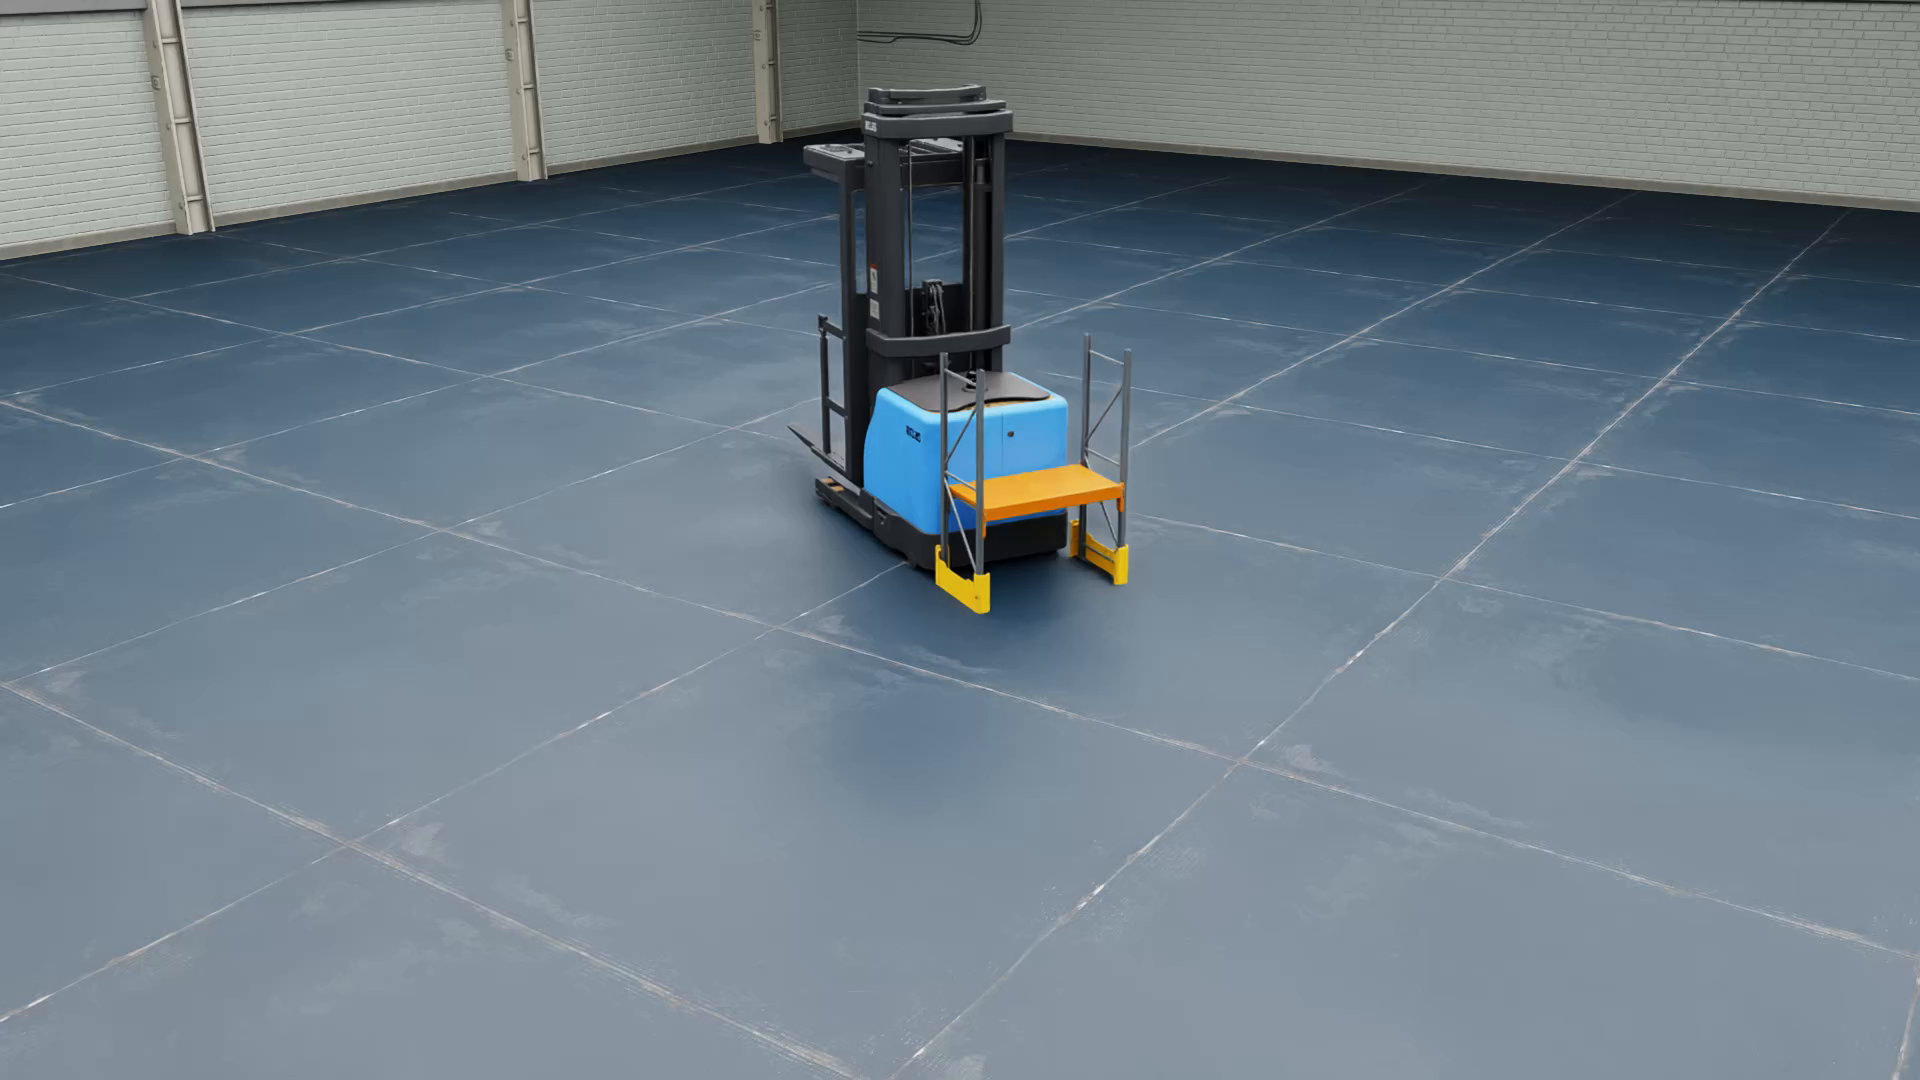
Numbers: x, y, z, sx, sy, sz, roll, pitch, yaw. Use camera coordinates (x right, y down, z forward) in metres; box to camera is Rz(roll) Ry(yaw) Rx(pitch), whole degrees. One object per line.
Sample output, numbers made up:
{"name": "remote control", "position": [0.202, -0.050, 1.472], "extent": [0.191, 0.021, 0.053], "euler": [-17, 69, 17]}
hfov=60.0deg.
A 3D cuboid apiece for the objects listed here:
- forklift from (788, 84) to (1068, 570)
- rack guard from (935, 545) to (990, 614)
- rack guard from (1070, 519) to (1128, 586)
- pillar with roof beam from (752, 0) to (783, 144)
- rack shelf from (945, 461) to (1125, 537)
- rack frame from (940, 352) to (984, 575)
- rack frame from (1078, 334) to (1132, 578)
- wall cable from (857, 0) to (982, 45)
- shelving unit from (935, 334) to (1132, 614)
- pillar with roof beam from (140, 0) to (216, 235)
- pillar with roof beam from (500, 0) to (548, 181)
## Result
{"name": "forklift", "position": [-0.392, -1.655, 11.513], "extent": [1.130, 2.935, 3.031], "euler": [-10, 22, -24]}
{"name": "rack guard", "position": [0.011, 0.238, 10.261], "extent": [0.087, 0.250, 0.587], "euler": [-10, 23, -26]}
{"name": "rack guard", "position": [0.890, 0.076, 10.699], "extent": [0.087, 0.250, 0.587], "euler": [-10, 23, -26]}
{"name": "pillar with roof beam", "position": [-0.074, -11.012, 28.064], "extent": [9.100, 9.000, 0.400], "euler": [13, 24, 32]}
{"name": "rack shelf", "position": [0.459, -0.262, 10.329], "extent": [1.000, 0.185, 0.538], "euler": [-10, 23, -26]}
{"name": "rack frame", "position": [0.010, -0.348, 10.043], "extent": [0.032, 1.500, 0.500], "euler": [-10, 23, -26]}
{"name": "rack frame", "position": [0.908, -0.513, 10.491], "extent": [0.032, 1.500, 0.500], "euler": [-10, 23, -26]}
{"name": "wall cable", "position": [-0.884, -10.982, 32.460], "extent": [3.097, 2.526, 0.112], "euler": [13, 24, 32]}
{"name": "shelving unit", "position": [0.451, -0.429, 10.263], "extent": [1.083, 1.500, 0.587], "euler": [-10, 23, -26]}
{"name": "pillar with roof beam", "position": [-6.819, -7.569, 18.756], "extent": [9.100, 9.000, 0.400], "euler": [13, 24, 32]}
{"name": "pillar with roof beam", "position": [-3.446, -9.290, 23.410], "extent": [9.100, 9.000, 0.400], "euler": [13, 24, 32]}
